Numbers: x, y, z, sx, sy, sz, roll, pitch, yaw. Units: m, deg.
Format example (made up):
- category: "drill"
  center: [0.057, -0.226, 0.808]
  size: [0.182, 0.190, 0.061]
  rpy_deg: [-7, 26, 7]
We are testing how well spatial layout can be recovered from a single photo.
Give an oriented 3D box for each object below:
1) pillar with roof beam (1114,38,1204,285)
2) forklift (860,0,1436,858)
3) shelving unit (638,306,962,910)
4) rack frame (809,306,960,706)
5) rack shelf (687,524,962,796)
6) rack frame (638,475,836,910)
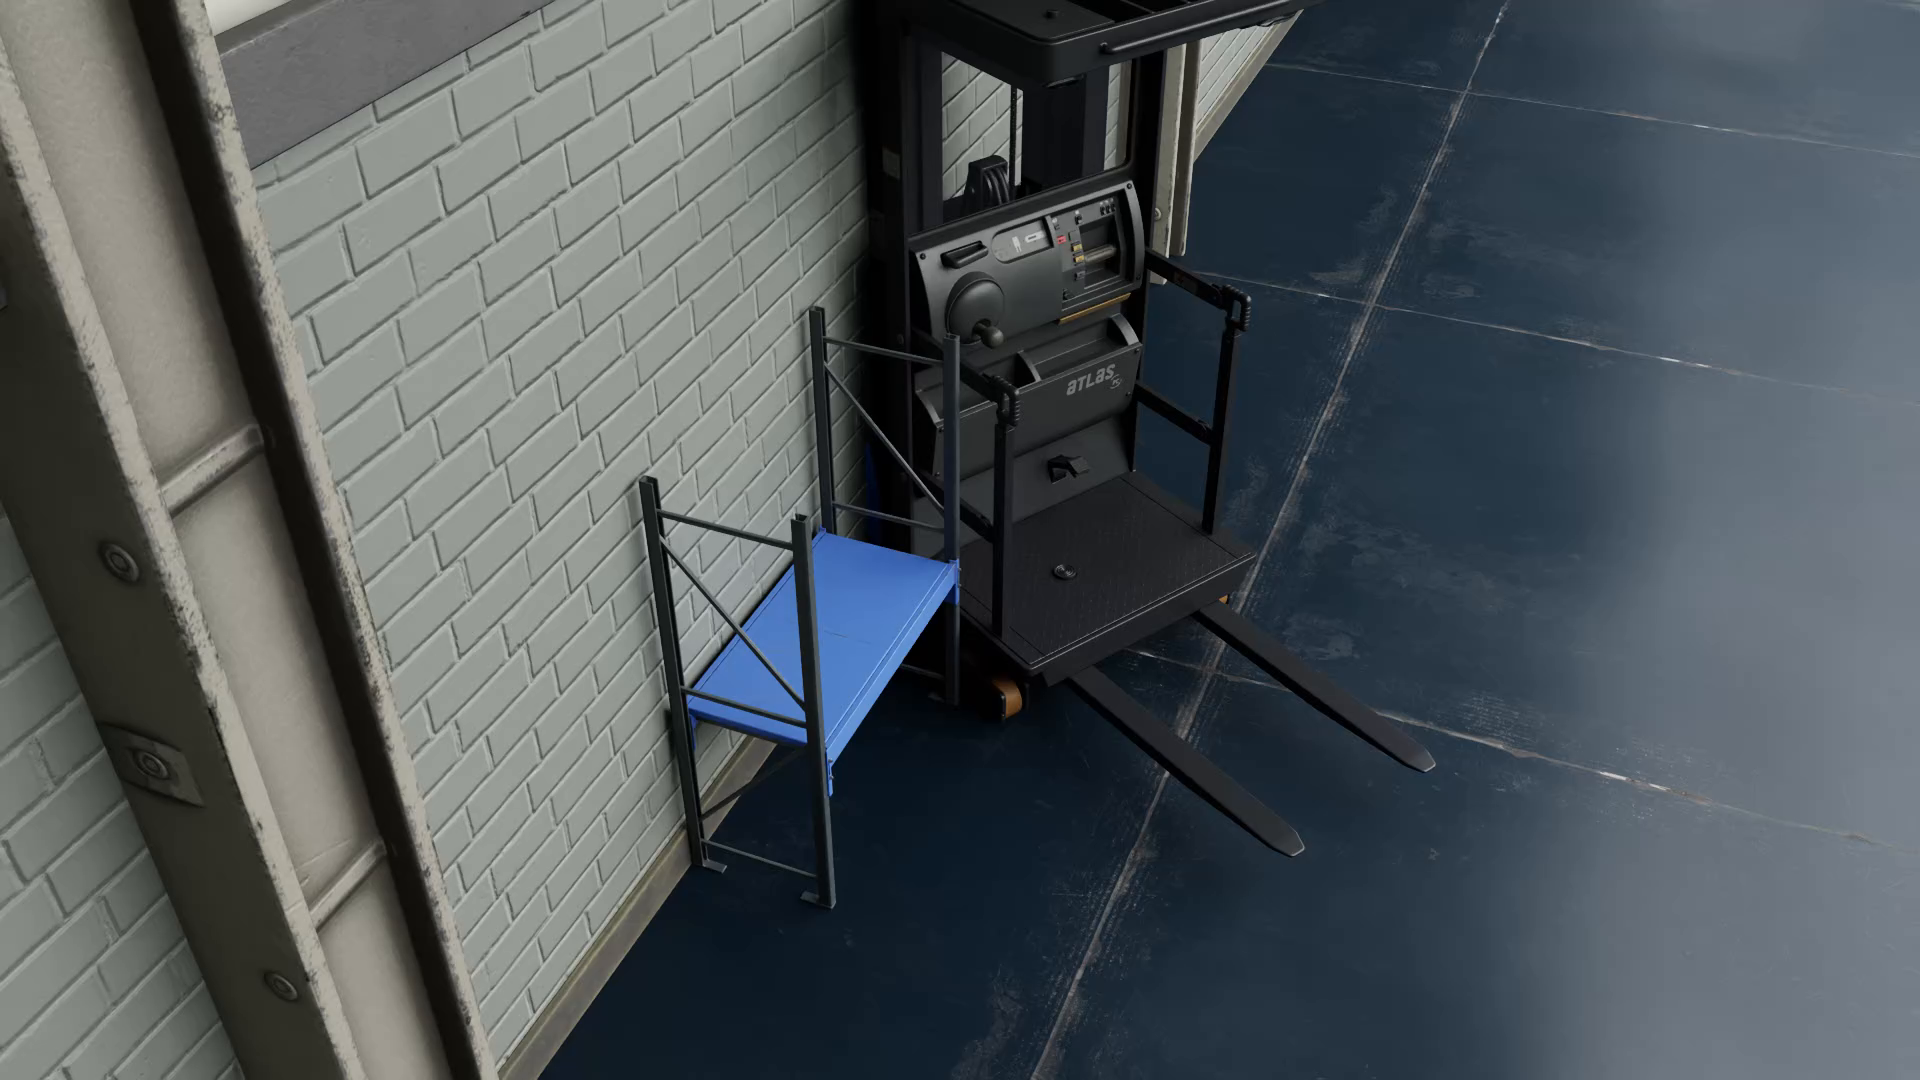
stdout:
- category: "pillar with roof beam"
  center: [4.954, -4.072, 4.682]
  size: [9.100, 9.000, 0.400]
  rpy_deg: [14, 39, 18]
- category: "forklift"
  center: [0.376, -0.872, 5.468]
  size: [1.130, 2.935, 3.031]
  rpy_deg: [-24, 43, -29]
- category: "shelving unit"
  center: [-0.432, 0.210, 5.217]
  size: [0.538, 1.500, 1.048]
  rpy_deg: [14, 39, 18]
- category: "rack frame"
  center: [-0.238, -0.072, 5.593]
  size: [0.500, 1.500, 0.032]
  rpy_deg: [14, 39, 18]
- category: "rack shelf"
  center: [-0.432, 0.354, 5.325]
  size: [0.538, 0.185, 1.000]
  rpy_deg: [14, 39, 18]
- category: "rack frame"
  center: [-0.626, 0.491, 4.841]
  size: [0.500, 1.500, 0.032]
  rpy_deg: [14, 39, 18]
